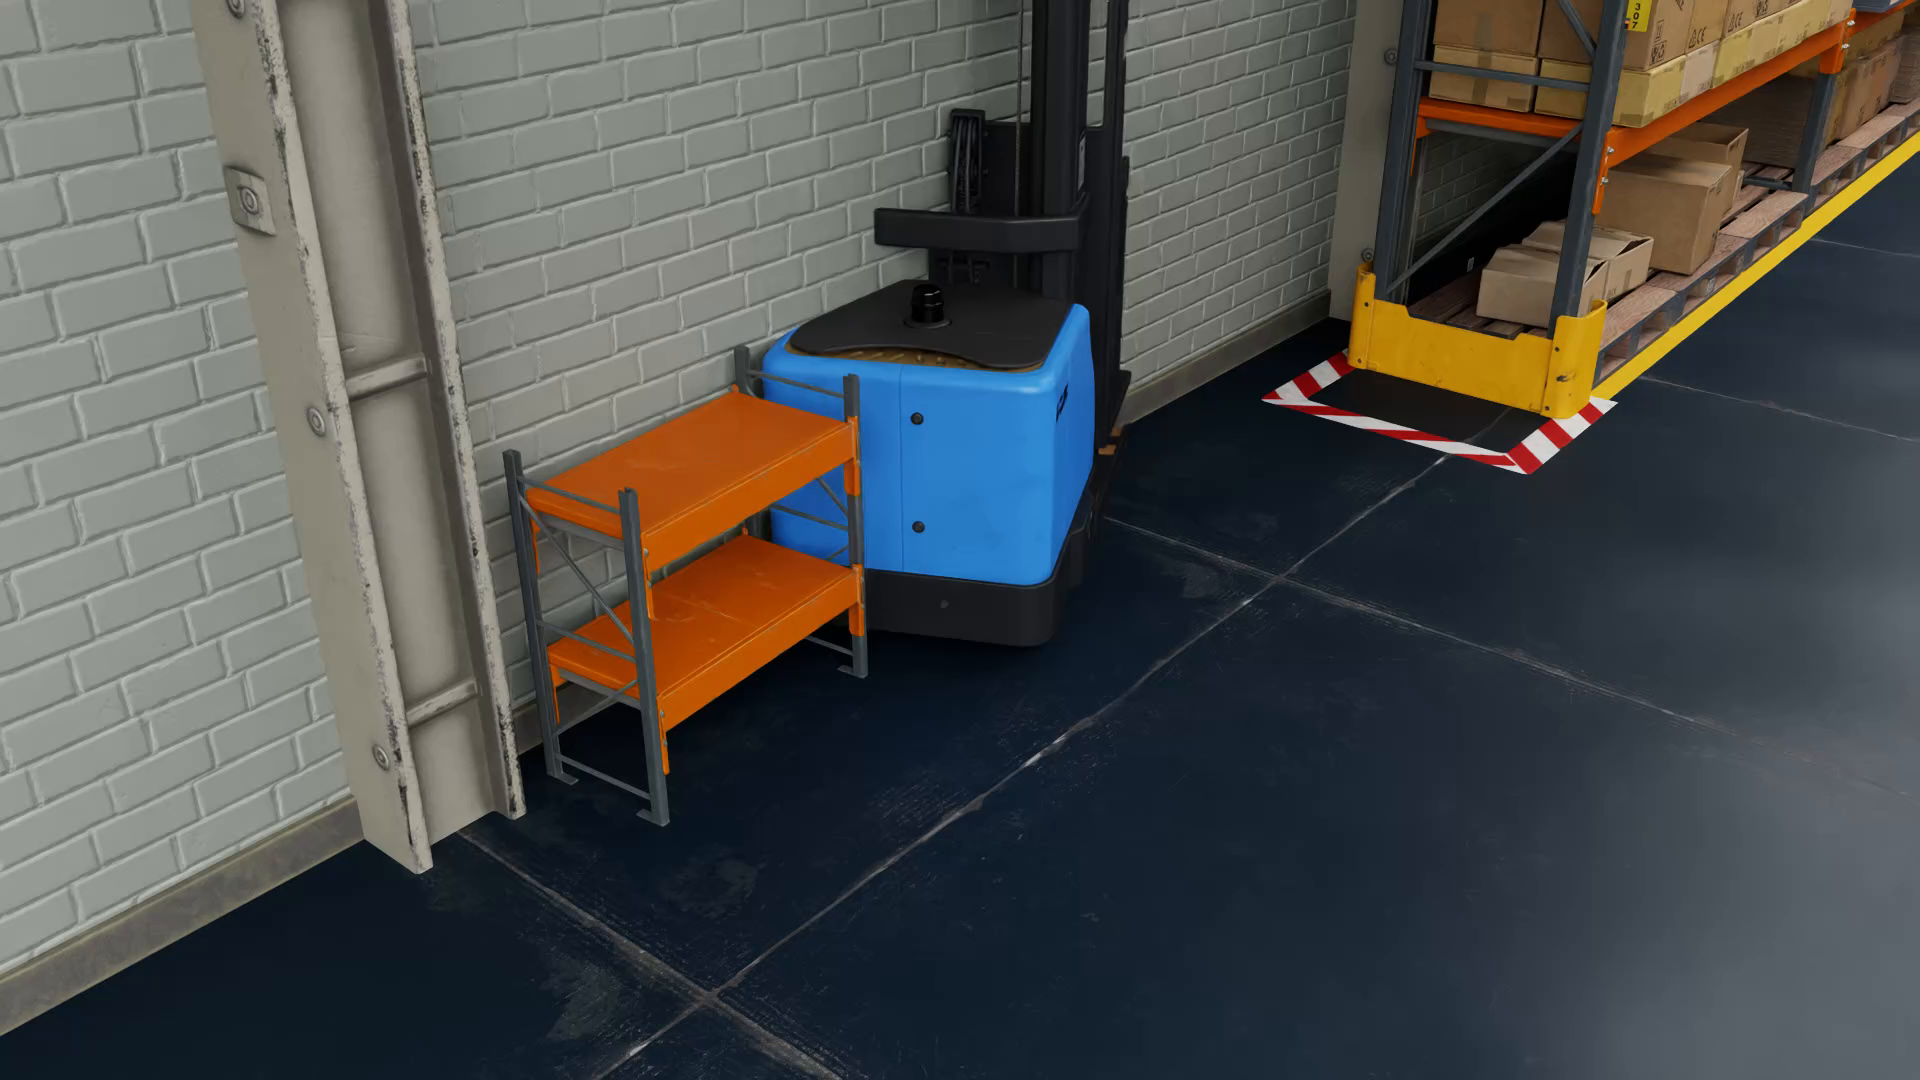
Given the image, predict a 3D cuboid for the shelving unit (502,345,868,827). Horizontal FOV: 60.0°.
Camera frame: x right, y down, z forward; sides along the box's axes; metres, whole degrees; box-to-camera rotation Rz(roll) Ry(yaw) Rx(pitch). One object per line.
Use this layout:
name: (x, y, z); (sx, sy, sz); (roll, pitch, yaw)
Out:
shelving unit: (-0.821, 0.111, 5.312); (0.538, 1.125, 1.048); (17, 32, 30)

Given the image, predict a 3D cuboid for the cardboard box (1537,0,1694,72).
cardboard box: (2.998, -2.452, 7.550); (0.500, 0.500, 0.500); (21, 34, 34)

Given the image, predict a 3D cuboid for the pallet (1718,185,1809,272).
pallet: (4.606, -2.026, 10.437); (1.003, 0.211, 1.213); (21, 34, 34)

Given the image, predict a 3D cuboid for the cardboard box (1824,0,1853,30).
cardboard box: (4.939, -3.199, 9.811); (0.500, 0.250, 0.500); (21, 34, 35)

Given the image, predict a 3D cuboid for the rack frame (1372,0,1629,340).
rack frame: (2.462, -2.095, 7.535); (1.000, 3.000, 0.127); (21, 34, 34)

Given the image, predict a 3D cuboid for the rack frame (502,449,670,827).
rack frame: (-1.103, 0.305, 4.936); (0.500, 1.125, 0.032); (17, 32, 30)

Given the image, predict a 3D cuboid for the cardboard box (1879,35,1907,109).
cardboard box: (6.716, -3.597, 12.681); (0.700, 0.500, 0.500); (21, 34, 34)

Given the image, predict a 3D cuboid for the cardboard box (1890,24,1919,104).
cardboard box: (7.133, -3.746, 12.968); (0.700, 0.500, 0.500); (21, 34, 35)

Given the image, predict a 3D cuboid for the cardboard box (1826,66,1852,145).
cardboard box: (5.752, -3.062, 11.646); (0.700, 0.500, 0.500); (20, 33, 33)

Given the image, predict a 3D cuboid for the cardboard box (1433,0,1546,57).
cardboard box: (2.598, -2.600, 7.836); (0.500, 0.500, 0.500); (20, 34, 34)

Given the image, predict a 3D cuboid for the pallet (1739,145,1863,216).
pallet: (5.500, -2.551, 11.452); (1.003, 0.211, 1.213); (21, 34, 34)

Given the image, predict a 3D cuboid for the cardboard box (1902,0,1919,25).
cardboard box: (8.120, -4.386, 13.845); (0.750, 0.750, 0.750); (20, 34, 34)

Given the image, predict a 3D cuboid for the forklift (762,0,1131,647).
forklift: (0.133, -1.583, 6.620); (1.130, 2.935, 3.031); (6, 28, 11)

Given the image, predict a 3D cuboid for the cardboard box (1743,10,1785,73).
cardboard box: (3.989, -2.663, 8.775); (0.500, 0.250, 0.500); (21, 34, 35)

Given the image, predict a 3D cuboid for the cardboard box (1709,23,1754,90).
cardboard box: (3.665, -2.485, 8.430); (0.500, 0.250, 0.500); (20, 34, 34)

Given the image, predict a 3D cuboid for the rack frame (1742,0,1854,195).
rack frame: (5.006, -3.513, 10.277); (1.000, 3.000, 0.127); (21, 34, 34)

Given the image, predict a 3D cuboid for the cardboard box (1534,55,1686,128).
cardboard box: (3.018, -2.117, 7.720); (0.500, 0.250, 0.500); (20, 33, 33)

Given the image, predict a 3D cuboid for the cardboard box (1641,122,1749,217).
cardboard box: (4.377, -2.219, 10.016); (0.500, 0.500, 0.500); (18, 32, 31)

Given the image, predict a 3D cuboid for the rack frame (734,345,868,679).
rack frame: (-0.538, -0.084, 5.687); (0.500, 1.125, 0.032); (17, 32, 30)

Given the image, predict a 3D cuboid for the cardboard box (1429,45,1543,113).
cardboard box: (2.610, -2.260, 7.995); (0.500, 0.250, 0.500); (21, 34, 35)

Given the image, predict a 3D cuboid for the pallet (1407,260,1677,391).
pallet: (3.054, -1.161, 8.765); (1.003, 0.211, 1.213); (21, 34, 34)

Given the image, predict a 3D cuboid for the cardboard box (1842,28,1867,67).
cardboard box: (6.067, -3.540, 11.754); (0.500, 0.250, 0.500); (20, 33, 33)

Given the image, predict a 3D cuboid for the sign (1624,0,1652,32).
sign: (2.881, -2.321, 7.030); (0.100, 0.325, 0.005); (21, 34, 34)

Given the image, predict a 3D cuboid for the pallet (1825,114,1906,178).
pallet: (6.276, -2.986, 12.292); (1.003, 0.211, 1.213); (21, 34, 34)

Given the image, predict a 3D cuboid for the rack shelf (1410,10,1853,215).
rack shelf: (3.734, -2.485, 9.071); (1.077, 0.370, 4.000); (21, 34, 34)

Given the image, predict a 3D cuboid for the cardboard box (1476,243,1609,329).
cardboard box: (2.972, -1.315, 8.475); (0.500, 0.311, 0.500); (17, 32, 29)

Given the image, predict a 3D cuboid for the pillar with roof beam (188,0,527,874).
pillar with roof beam: (1.745, -1.875, 0.581); (9.100, 9.000, 0.400); (21, 34, 34)

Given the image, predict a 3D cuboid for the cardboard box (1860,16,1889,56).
cardboard box: (6.399, -3.712, 12.085); (0.500, 0.250, 0.500); (21, 34, 34)

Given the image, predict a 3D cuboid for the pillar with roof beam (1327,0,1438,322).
pillar with roof beam: (5.562, -4.002, 4.693); (9.100, 9.000, 0.400); (21, 34, 34)

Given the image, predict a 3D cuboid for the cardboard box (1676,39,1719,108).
cardboard box: (3.337, -2.306, 8.084); (0.500, 0.250, 0.500); (20, 33, 33)

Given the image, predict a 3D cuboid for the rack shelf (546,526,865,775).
rack shelf: (-0.821, 0.328, 5.424); (0.538, 0.278, 1.000); (17, 32, 30)

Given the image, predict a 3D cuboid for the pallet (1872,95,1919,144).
pallet: (7.052, -3.416, 13.124); (1.003, 0.211, 1.213); (21, 34, 34)

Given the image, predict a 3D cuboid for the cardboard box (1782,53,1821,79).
cardboard box: (5.739, -3.354, 11.395); (0.500, 0.250, 0.500); (20, 33, 33)

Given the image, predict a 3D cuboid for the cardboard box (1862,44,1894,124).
cardboard box: (6.421, -3.413, 12.324); (0.700, 0.500, 0.500); (21, 34, 34)

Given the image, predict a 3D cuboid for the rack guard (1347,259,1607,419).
rack guard: (2.510, -1.012, 8.162); (1.175, 0.500, 0.348); (21, 34, 34)

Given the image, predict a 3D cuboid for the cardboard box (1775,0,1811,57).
cardboard box: (4.308, -2.842, 9.120); (0.500, 0.250, 0.500); (21, 34, 34)

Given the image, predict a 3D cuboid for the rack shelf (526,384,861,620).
rack shelf: (-0.821, -0.149, 5.177); (0.538, 0.278, 1.000); (17, 32, 30)

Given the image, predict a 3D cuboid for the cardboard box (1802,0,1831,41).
cardboard box: (4.616, -3.025, 9.474); (0.500, 0.250, 0.500); (21, 34, 35)

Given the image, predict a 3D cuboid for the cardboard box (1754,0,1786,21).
cardboard box: (3.972, -2.992, 8.594); (0.500, 0.500, 0.500); (22, 35, 36)

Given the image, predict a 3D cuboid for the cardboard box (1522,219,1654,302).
cardboard box: (3.334, -1.517, 8.866); (0.500, 0.311, 0.500); (24, 36, 38)

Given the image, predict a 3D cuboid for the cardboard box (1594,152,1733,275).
cardboard box: (3.839, -1.847, 9.297); (0.700, 0.500, 0.500); (18, 33, 31)

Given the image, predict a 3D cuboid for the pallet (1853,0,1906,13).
pallet: (5.605, -3.656, 10.762); (1.003, 0.211, 1.213); (21, 34, 34)

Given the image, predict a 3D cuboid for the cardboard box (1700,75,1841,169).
cardboard box: (5.462, -2.864, 11.264); (0.700, 0.500, 0.500); (22, 35, 36)

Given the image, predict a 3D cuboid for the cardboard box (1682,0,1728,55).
cardboard box: (3.320, -2.624, 7.883); (0.500, 0.500, 0.500); (21, 34, 35)

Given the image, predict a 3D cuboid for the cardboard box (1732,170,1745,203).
cardboard box: (4.689, -2.252, 10.443); (0.380, 0.166, 0.250); (16, 31, 28)

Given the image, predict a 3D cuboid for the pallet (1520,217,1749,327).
pallet: (3.831, -1.592, 9.597); (1.003, 0.211, 1.213); (21, 34, 34)

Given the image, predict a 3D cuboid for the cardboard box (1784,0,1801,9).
cardboard box: (4.303, -3.177, 8.951); (0.500, 0.500, 0.500); (20, 33, 33)

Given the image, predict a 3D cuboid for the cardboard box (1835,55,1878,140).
cardboard box: (6.107, -3.231, 11.973); (0.700, 0.500, 0.500); (21, 34, 35)

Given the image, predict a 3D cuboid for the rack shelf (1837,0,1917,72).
rack shelf: (6.279, -3.903, 11.813); (1.077, 0.370, 4.000); (21, 34, 34)

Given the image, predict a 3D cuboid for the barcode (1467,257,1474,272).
barcode: (2.675, -1.443, 8.712); (0.001, 0.075, 0.075); (21, 34, 34)

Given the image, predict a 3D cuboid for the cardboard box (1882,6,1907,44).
cardboard box: (6.722, -3.895, 12.441); (0.500, 0.250, 0.500); (21, 34, 35)

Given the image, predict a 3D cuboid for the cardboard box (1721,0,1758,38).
cardboard box: (3.653, -2.805, 8.234); (0.500, 0.500, 0.500); (19, 33, 33)
